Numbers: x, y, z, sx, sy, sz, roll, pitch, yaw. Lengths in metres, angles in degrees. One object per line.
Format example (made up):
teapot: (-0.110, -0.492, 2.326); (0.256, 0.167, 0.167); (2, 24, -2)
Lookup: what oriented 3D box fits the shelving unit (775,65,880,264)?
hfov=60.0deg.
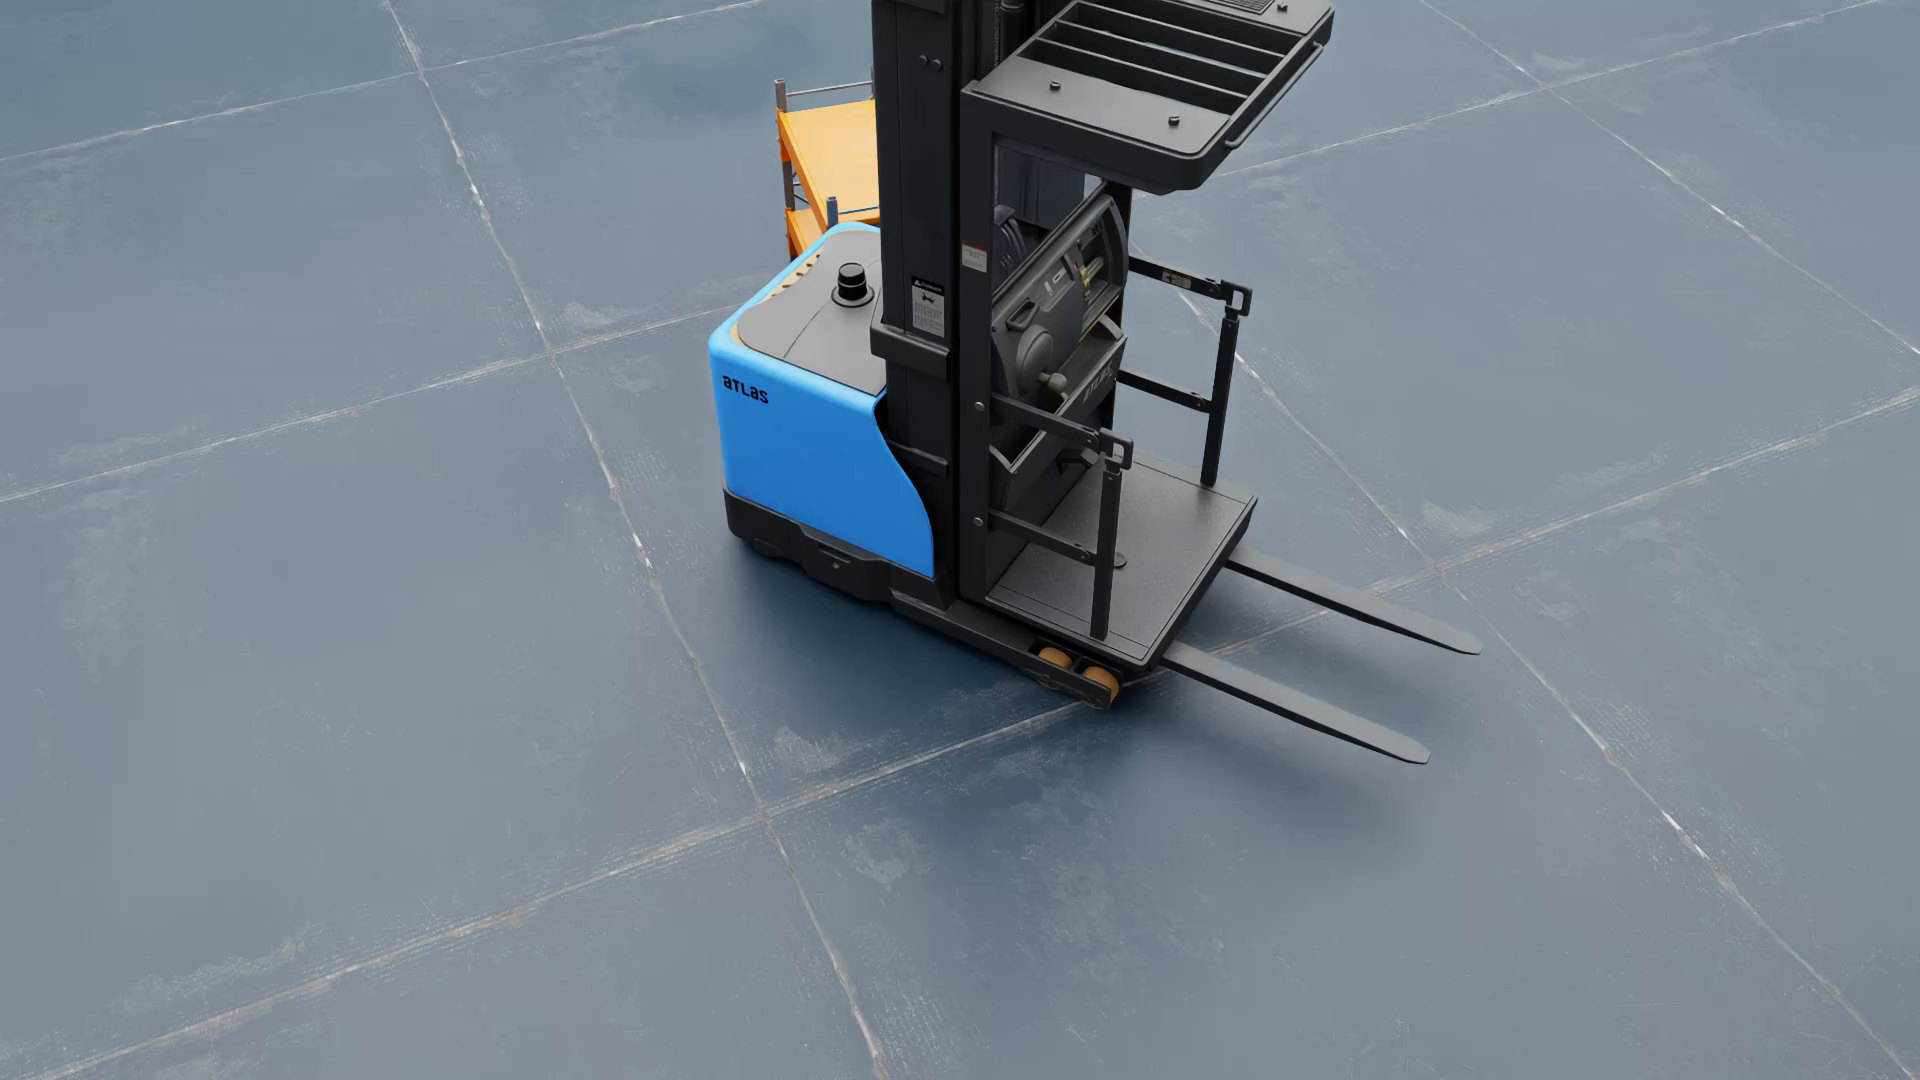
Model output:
shelving unit: (-0.466, -1.419, 7.756); (0.538, 1.125, 1.048); (-12, 46, -12)

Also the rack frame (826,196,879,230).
rack frame: (-0.319, -1.077, 7.410); (0.500, 1.125, 0.032); (-12, 46, -12)

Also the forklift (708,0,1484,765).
forklift: (0.542, -0.819, 5.862); (3.031, 2.935, 1.130); (22, 49, 21)

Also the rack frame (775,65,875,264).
rack frame: (-0.612, -1.761, 8.103); (0.500, 1.125, 0.032); (-12, 46, -12)

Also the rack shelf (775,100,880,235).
rack shelf: (-0.466, -1.628, 7.551); (0.538, 0.278, 1.000); (-12, 46, -12)

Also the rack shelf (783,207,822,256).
rack shelf: (-0.466, -1.245, 7.928); (0.538, 0.278, 1.000); (-12, 46, -12)
